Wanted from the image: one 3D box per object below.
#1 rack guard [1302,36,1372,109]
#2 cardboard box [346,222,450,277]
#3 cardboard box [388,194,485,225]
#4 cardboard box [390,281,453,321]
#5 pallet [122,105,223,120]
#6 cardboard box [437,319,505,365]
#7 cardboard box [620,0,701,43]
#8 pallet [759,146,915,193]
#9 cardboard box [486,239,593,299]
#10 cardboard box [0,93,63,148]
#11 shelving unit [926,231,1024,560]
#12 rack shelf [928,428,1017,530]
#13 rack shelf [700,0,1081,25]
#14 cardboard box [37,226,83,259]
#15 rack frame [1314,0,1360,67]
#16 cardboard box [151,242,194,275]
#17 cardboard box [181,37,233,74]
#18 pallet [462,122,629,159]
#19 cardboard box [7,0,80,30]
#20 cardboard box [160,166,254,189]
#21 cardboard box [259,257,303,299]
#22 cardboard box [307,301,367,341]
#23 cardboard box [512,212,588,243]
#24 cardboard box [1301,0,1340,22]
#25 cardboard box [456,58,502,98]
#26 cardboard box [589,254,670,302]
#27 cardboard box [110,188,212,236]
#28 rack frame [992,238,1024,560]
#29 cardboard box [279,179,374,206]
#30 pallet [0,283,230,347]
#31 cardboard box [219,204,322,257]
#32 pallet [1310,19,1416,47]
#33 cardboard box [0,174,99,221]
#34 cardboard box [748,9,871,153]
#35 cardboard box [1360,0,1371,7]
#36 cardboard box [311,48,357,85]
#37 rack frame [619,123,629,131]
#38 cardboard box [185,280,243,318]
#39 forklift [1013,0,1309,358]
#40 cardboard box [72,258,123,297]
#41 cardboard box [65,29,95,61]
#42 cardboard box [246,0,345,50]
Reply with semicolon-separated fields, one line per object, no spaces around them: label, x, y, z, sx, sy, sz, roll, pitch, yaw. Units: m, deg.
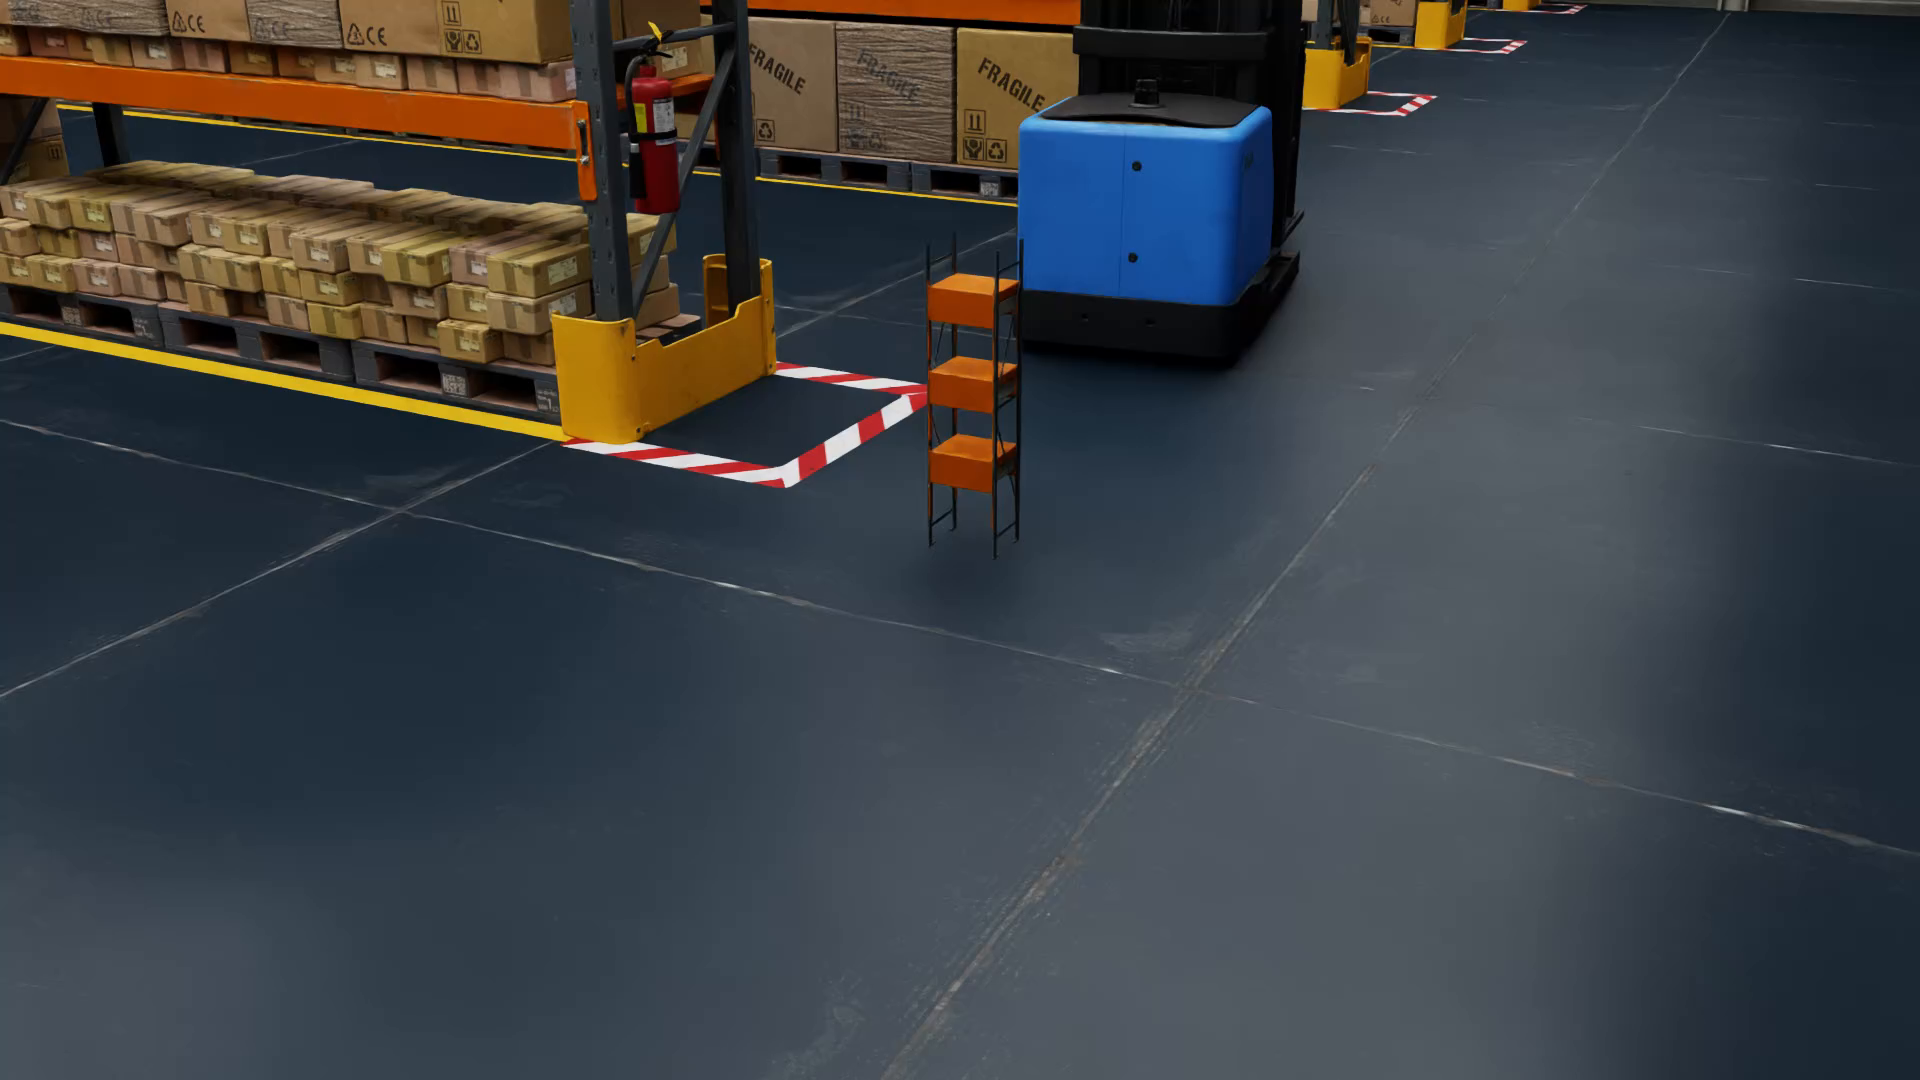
rack guard;3.431;-4.267;15.145;0.348;0.500;1.175;11;25;25
cardboard box;-2.435;-1.267;7.242;0.250;0.149;0.380;10;25;22
cardboard box;-2.443;-1.502;7.796;0.250;0.149;0.380;12;26;27
cardboard box;-2.224;-1.076;7.173;0.250;0.149;0.380;10;25;22
pallet;-6.667;-3.955;14.781;1.213;0.211;1.003;11;25;25
cardboard box;-1.998;-0.884;7.103;0.250;0.149;0.380;12;26;26
cardboard box;-1.435;-2.332;6.892;0.500;0.500;0.500;13;26;27
pallet;-0.665;-2.734;11.909;1.213;0.211;1.003;11;25;25
cardboard box;-1.746;-1.133;6.927;0.250;0.149;0.380;12;26;25
cardboard box;-5.269;-2.290;9.001;0.500;0.250;0.500;10;25;22
shelving unit;0.048;-0.474;5.522;0.252;1.050;0.215;11;25;25
rack shelf;0.048;-0.208;5.635;0.240;0.259;0.215;11;25;25
rack shelf;-0.616;-3.710;11.559;4.000;0.370;1.077;11;25;25
cardboard box;-4.284;-1.508;8.190;0.250;0.149;0.380;11;26;25
rack frame;3.403;-5.417;14.655;0.127;3.000;1.000;11;25;25
cardboard box;-3.576;-1.373;7.871;0.250;0.149;0.380;12;26;27
cardboard box;-3.167;-2.153;7.300;0.250;0.149;0.380;12;26;27
pallet;-3.124;-3.220;13.053;1.213;0.211;1.003;11;25;25
cardboard box;-3.956;-2.602;7.527;0.500;0.500;0.500;11;25;25
cardboard box;-3.823;-1.790;8.472;0.250;0.149;0.380;11;25;24
cardboard box;-2.912;-1.215;7.499;0.250;0.149;0.380;13;26;27
cardboard box;-2.678;-1.023;7.430;0.250;0.149;0.380;10;25;22
cardboard box;-1.774;-1.346;7.428;0.250;0.149;0.380;12;26;25
cardboard box;4.211;-6.272;19.616;0.500;0.250;0.500;11;25;25
cardboard box;-1.783;-1.873;6.643;0.250;0.149;0.380;11;25;24
cardboard box;-1.511;-1.173;7.402;0.250;0.149;0.380;12;26;27
cardboard box;-3.805;-1.566;7.946;0.250;0.149;0.380;10;25;23
rack frame;0.157;-0.452;5.472;0.008;1.050;0.200;11;25;25
cardboard box;-3.097;-1.658;8.161;0.250;0.149;0.380;10;25;23
pallet;-4.114;-1.290;8.513;1.213;0.211;1.003;11;25;25
cardboard box;-3.132;-1.416;7.594;0.250;0.149;0.380;11;26;25
pallet;4.862;-6.017;19.629;1.213;0.211;1.003;11;25;25
cardboard box;-4.515;-1.701;8.263;0.250;0.149;0.380;12;26;27
cardboard box;-1.045;-3.306;11.869;0.875;0.875;0.875;11;25;25
cardboard box;4.838;-6.367;19.840;0.500;0.250;0.500;11;25;25
cardboard box;-2.474;-2.006;6.955;0.250;0.149;0.380;10;25;22
rack frame;-2.401;-4.394;12.249;0.127;3.000;1.000;11;25;25
cardboard box;-3.373;-1.169;7.773;0.250;0.149;0.380;10;25;23
forklift;1.213;-2.718;8.397;1.130;2.935;3.031;8;24;18
cardboard box;-4.066;-1.311;8.107;0.250;0.149;0.380;11;25;24
cardboard box;-3.858;-2.301;7.649;0.250;0.149;0.380;10;25;22
cardboard box;-2.591;-2.324;6.875;0.500;0.500;0.500;11;26;25
